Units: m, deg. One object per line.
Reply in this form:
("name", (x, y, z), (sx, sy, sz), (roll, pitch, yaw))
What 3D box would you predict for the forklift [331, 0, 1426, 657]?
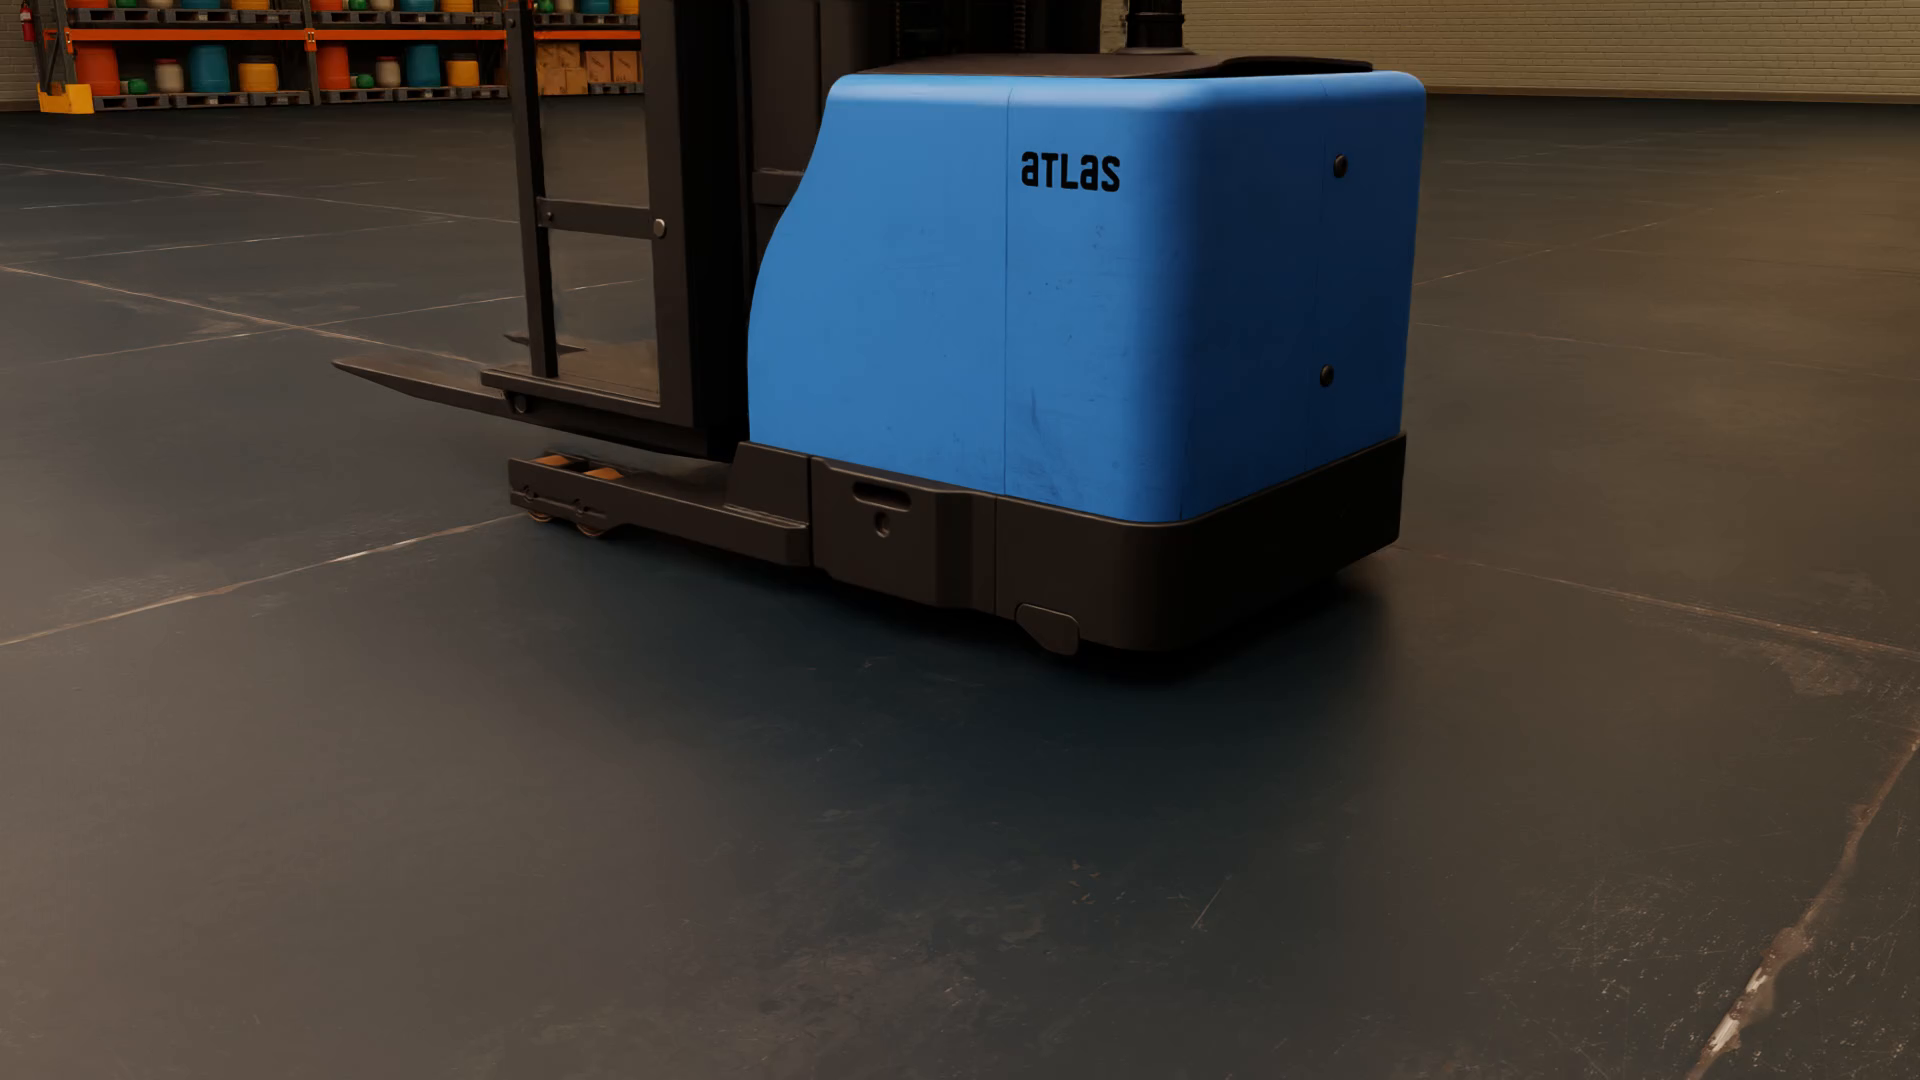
("forklift", (-0.478, -1.513, 3.881), (3.031, 2.935, 1.130), (13, 21, 37))
